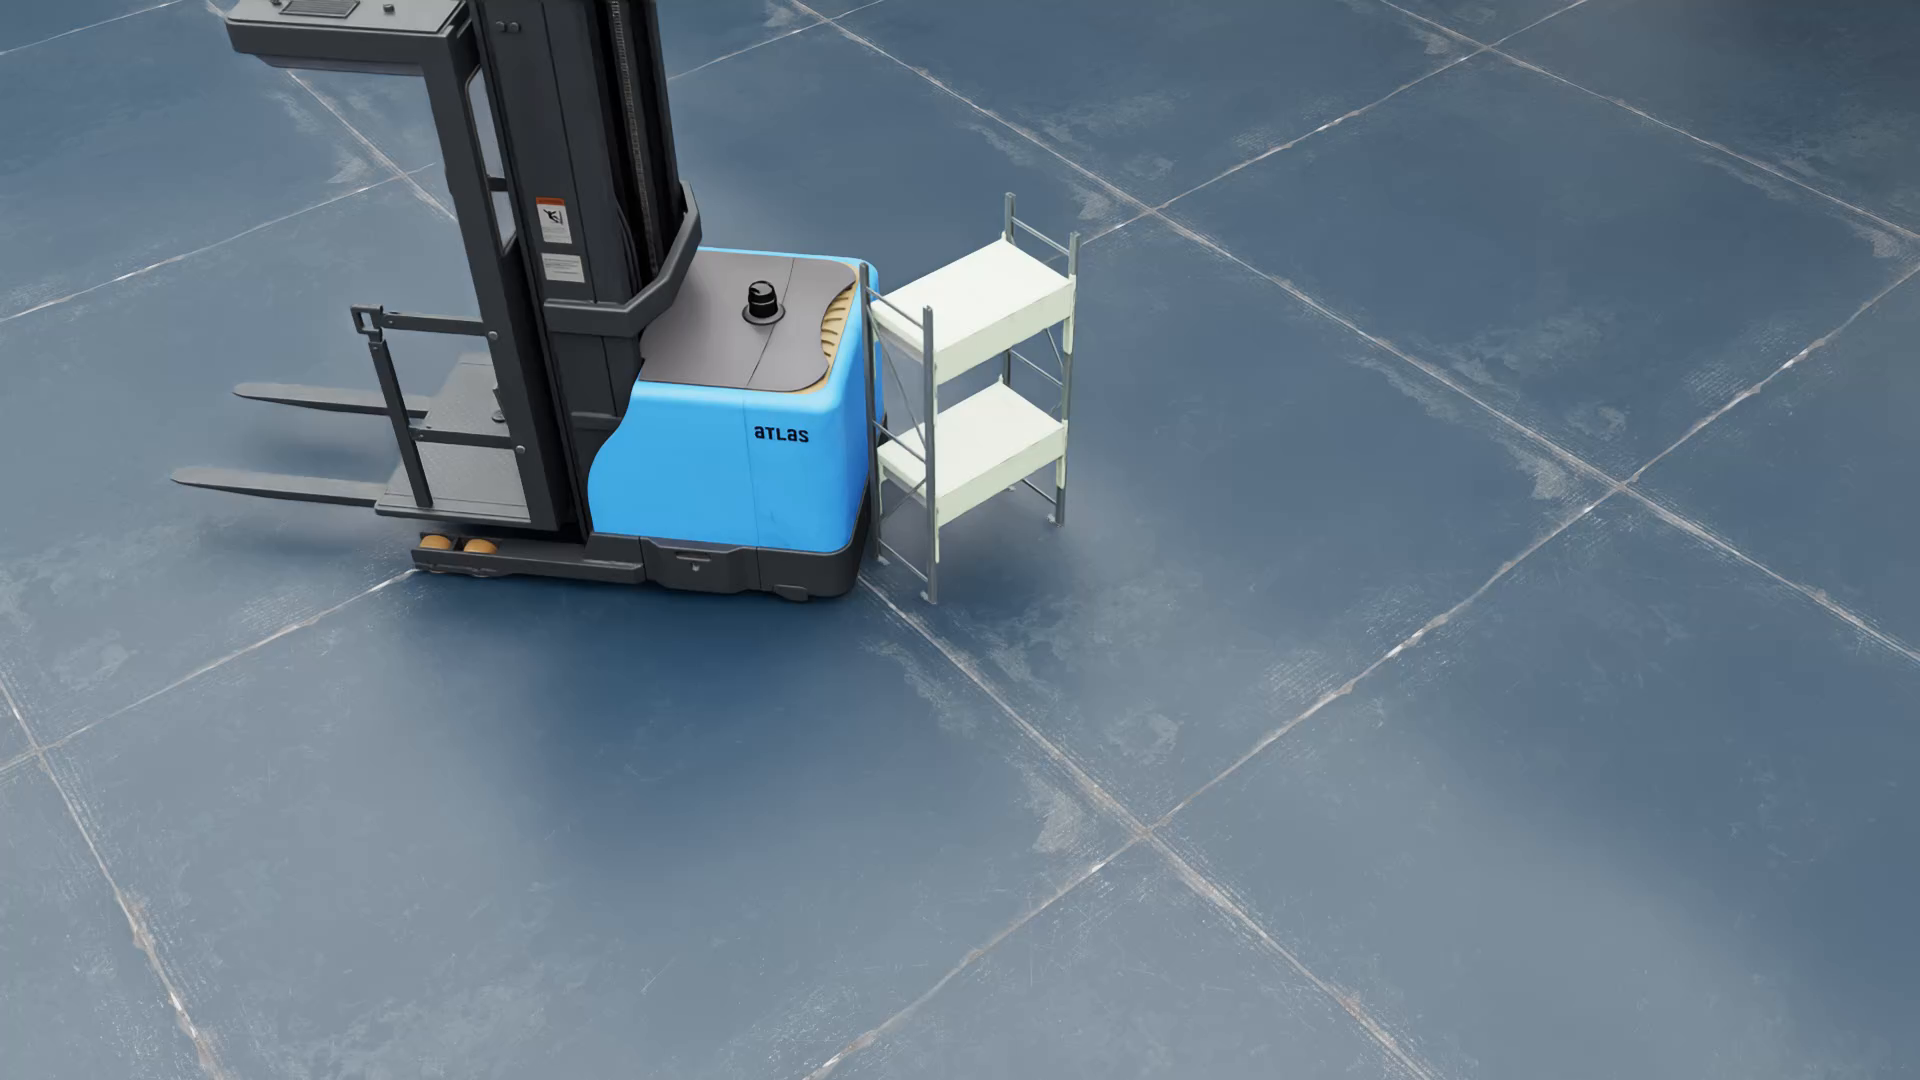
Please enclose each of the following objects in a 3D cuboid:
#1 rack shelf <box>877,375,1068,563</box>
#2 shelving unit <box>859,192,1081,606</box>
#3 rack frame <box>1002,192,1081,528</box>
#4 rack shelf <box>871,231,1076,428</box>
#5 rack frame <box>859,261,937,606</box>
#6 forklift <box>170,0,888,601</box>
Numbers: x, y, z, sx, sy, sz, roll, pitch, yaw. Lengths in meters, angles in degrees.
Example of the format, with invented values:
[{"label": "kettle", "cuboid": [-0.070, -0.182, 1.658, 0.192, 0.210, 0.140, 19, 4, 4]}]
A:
[{"label": "rack shelf", "cuboid": [0.041, -0.306, 6.956, 0.720, 0.370, 0.431, -31, 51, -29]}, {"label": "shelving unit", "cuboid": [0.041, -0.544, 6.733, 0.755, 1.500, 0.431, -31, 51, -29]}, {"label": "rack frame", "cuboid": [0.317, -0.708, 6.908, 0.023, 1.500, 0.400, -31, 51, -29]}, {"label": "rack shelf", "cuboid": [0.041, -0.828, 6.466, 0.720, 0.370, 0.431, -31, 51, -29]}, {"label": "rack frame", "cuboid": [-0.235, -0.379, 6.558, 0.023, 1.500, 0.400, -31, 51, -29]}, {"label": "forklift", "cuboid": [-1.884, -1.263, 6.453, 3.031, 2.935, 1.130, 5, 43, 5]}]
